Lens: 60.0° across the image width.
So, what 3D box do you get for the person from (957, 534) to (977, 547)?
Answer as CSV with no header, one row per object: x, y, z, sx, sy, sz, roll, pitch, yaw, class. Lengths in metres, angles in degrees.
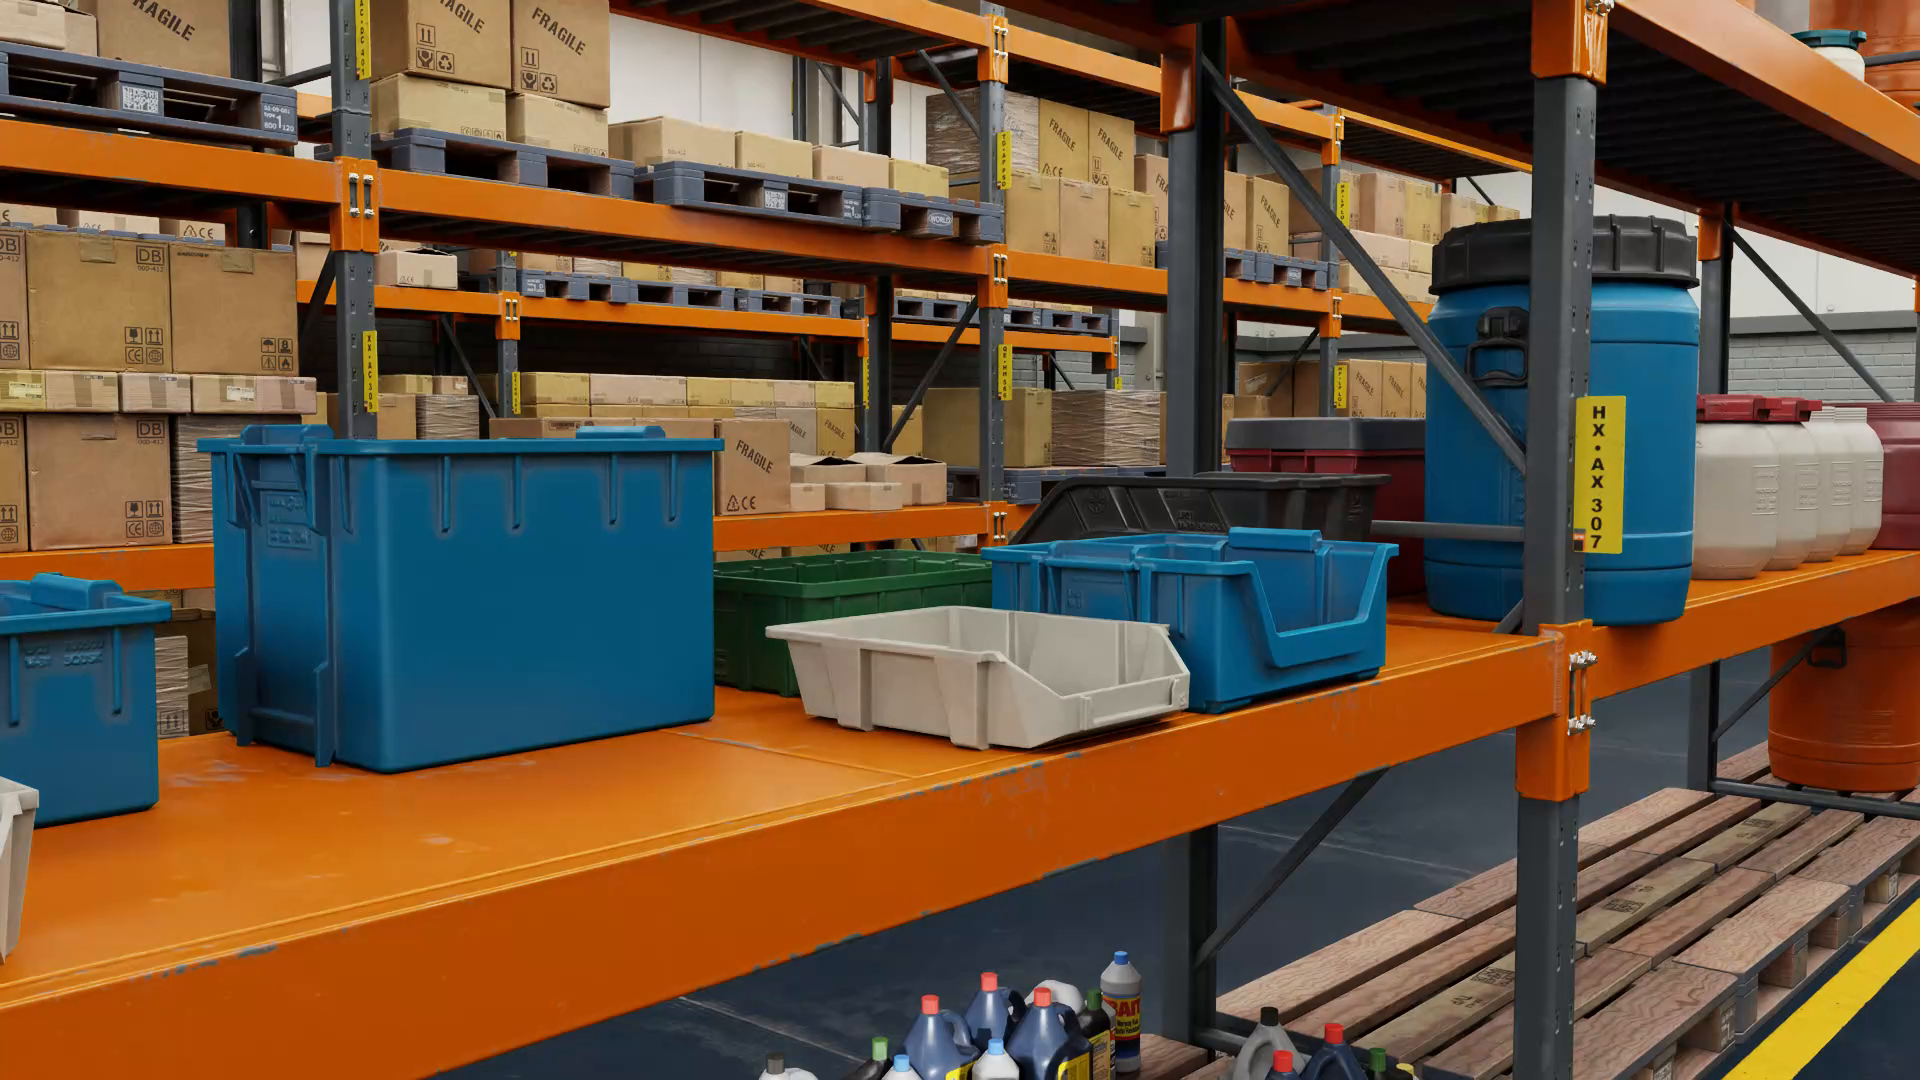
0.182,-0.132,15.835,0.474,1.687,0.454,3,5,40,person
